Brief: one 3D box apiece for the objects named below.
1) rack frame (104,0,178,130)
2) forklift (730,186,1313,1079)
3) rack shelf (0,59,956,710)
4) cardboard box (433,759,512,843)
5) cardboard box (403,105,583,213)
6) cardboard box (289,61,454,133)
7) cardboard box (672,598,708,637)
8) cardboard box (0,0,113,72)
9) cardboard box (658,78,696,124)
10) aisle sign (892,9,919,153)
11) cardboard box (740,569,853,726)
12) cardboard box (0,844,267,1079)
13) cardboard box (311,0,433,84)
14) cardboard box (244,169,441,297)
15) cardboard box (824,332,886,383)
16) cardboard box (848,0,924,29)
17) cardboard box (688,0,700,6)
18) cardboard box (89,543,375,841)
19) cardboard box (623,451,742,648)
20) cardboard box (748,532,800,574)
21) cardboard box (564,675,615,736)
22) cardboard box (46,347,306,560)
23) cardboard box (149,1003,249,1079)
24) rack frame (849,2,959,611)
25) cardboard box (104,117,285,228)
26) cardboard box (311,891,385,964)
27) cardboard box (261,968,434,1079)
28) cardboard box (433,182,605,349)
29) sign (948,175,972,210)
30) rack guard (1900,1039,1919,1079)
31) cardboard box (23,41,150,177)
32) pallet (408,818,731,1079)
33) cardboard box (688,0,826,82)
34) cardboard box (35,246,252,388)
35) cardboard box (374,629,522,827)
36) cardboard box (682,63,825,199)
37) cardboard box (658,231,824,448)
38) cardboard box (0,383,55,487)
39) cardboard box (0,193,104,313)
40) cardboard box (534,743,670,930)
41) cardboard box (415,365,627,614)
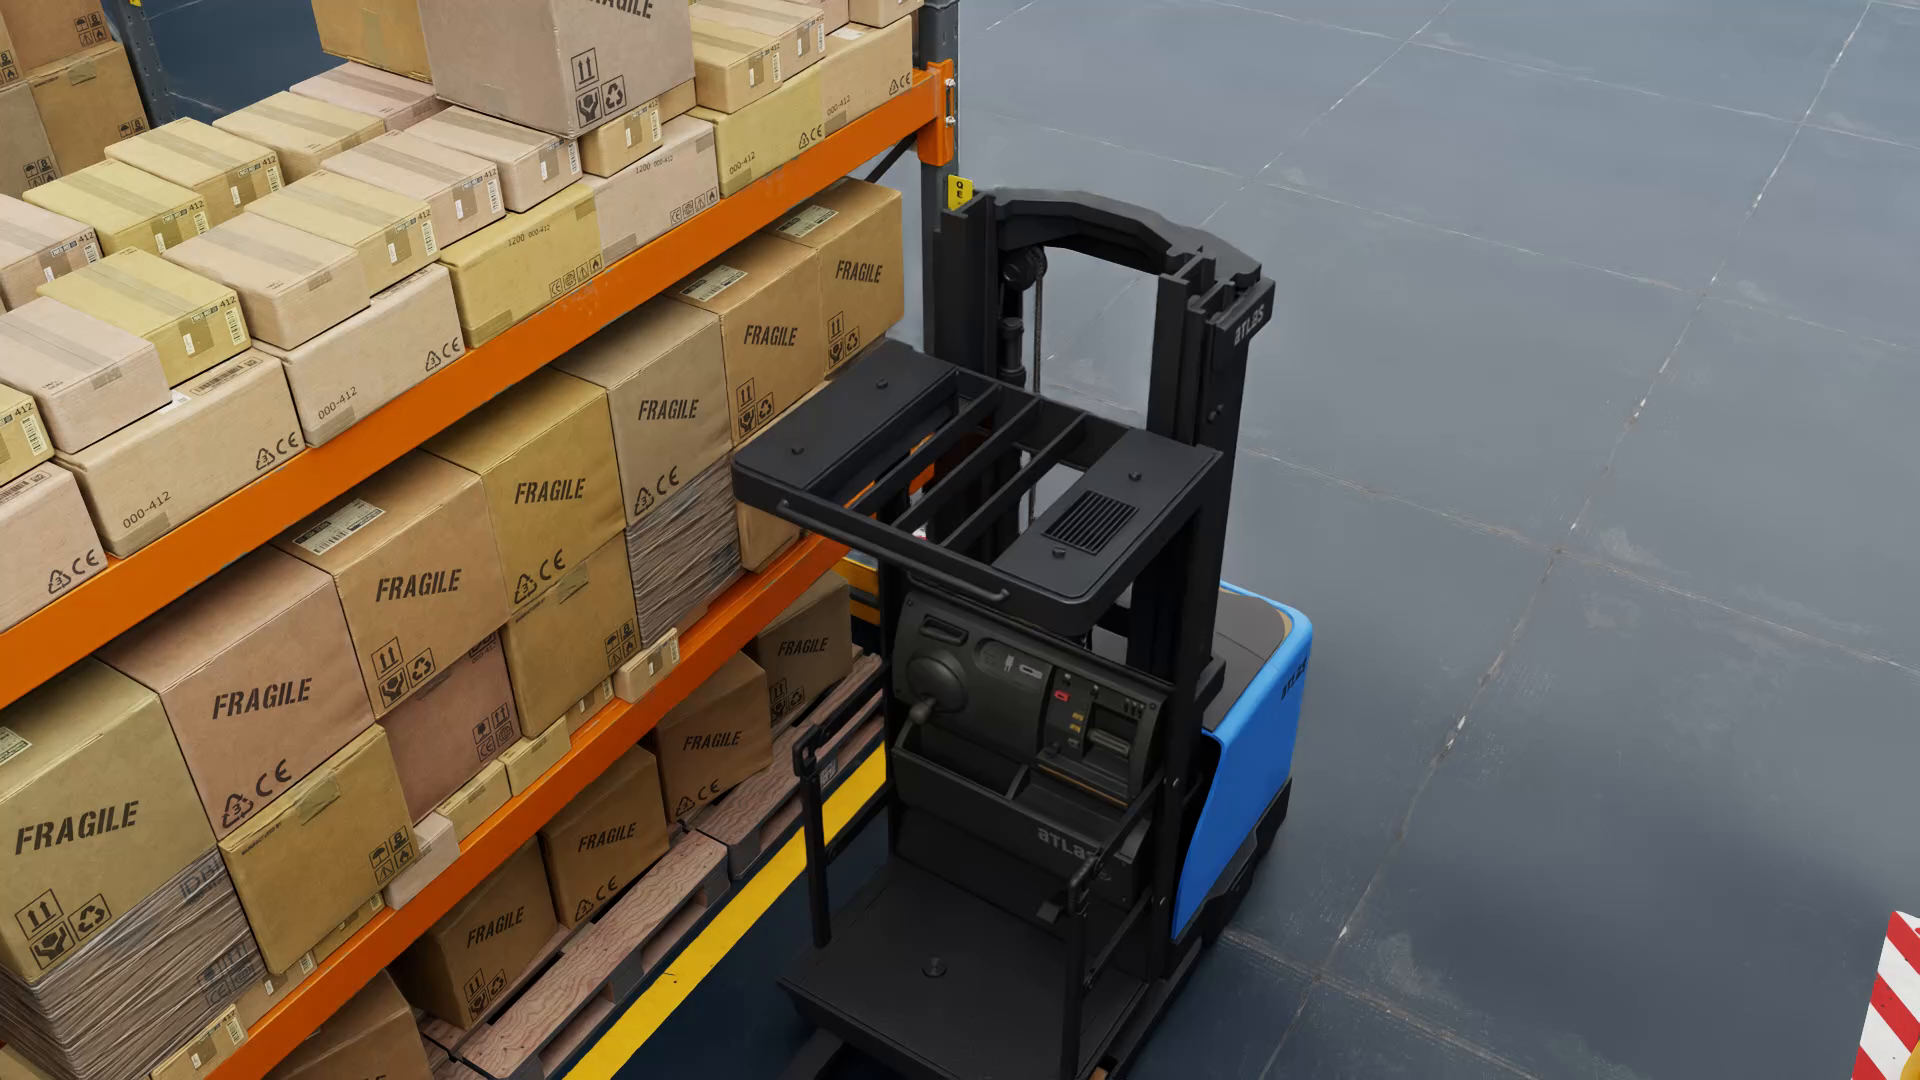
[{"bbox_3d":[-4.591,-2.447,8.906,1.000,3.000,0.127,21,42,25],"label":"rack frame"},{"bbox_3d":[0.080,0.555,5.069,1.130,2.935,3.031,22,43,26],"label":"forklift"},{"bbox_3d":[-1.529,-0.644,4.701,1.077,0.370,4.000,21,42,25],"label":"rack shelf"},{"bbox_3d":[-1.582,0.725,4.998,0.380,0.149,0.250,21,42,25],"label":"cardboard box"},{"bbox_3d":[-1.232,-1.019,4.394,0.380,0.149,0.250,19,42,23],"label":"cardboard box"},{"bbox_3d":[-1.620,-1.189,4.614,0.380,0.149,0.250,21,42,25],"label":"cardboard box"},{"bbox_3d":[-1.091,0.192,5.690,0.380,0.149,0.250,21,42,25],"label":"cardboard box"},{"bbox_3d":[-4.822,-2.755,8.299,0.875,0.550,0.550,21,42,25],"label":"cardboard box"},{"bbox_3d":[-0.987,-1.317,4.780,0.380,0.149,0.250,22,43,26],"label":"cardboard box"},{"bbox_3d":[-0.171,-1.736,5.855,0.394,0.787,0.004,21,42,25],"label":"aisle sign"},{"bbox_3d":[-0.806,0.368,6.959,0.500,0.500,0.500,30,47,33],"label":"cardboard box"},{"bbox_3d":[-2.307,0.921,4.213,0.875,0.500,0.500,21,42,25],"label":"cardboard box"},{"bbox_3d":[-1.480,-1.638,4.666,0.500,0.500,0.500,21,42,25],"label":"cardboard box"},{"bbox_3d":[-1.499,-0.748,4.042,0.380,0.149,0.250,20,42,24],"label":"cardboard box"},{"bbox_3d":[-0.775,-0.655,6.257,0.875,0.500,0.500,21,42,25],"label":"cardboard box"},{"bbox_3d":[-0.342,-1.813,5.424,0.380,0.149,0.250,21,42,25],"label":"cardboard box"},{"bbox_3d":[-1.052,-1.720,5.303,0.380,0.149,0.250,20,42,24],"label":"cardboard box"},{"bbox_3d":[-1.878,0.329,4.161,0.500,0.500,0.500,21,42,25],"label":"cardboard box"},{"bbox_3d":[-1.246,-0.114,5.555,0.875,0.500,0.500,21,42,25],"label":"cardboard box"},{"bbox_3d":[-0.807,-0.060,6.016,0.380,0.149,0.250,21,42,25],"label":"cardboard box"},{"bbox_3d":[-1.343,0.456,5.347,0.380,0.149,0.250,21,42,25],"label":"cardboard box"},{"bbox_3d":[-1.864,-0.261,3.737,0.500,0.250,0.500,21,42,25],"label":"cardboard box"},{"bbox_3d":[-2.086,1.252,4.314,0.380,0.149,0.250,21,42,25],"label":"cardboard box"},{"bbox_3d":[-0.457,-0.772,6.734,1.000,3.000,0.127,21,42,25],"label":"rack frame"},{"bbox_3d":[-1.968,-0.940,4.291,0.380,0.149,0.250,23,43,27],"label":"cardboard box"},{"bbox_3d":[-1.849,0.982,4.664,0.380,0.149,0.250,21,42,25],"label":"cardboard box"},{"bbox_3d":[-2.052,1.623,5.331,0.500,0.500,0.500,-26,45,-30],"label":"cardboard box"},{"bbox_3d":[-1.313,-0.788,4.421,0.500,0.250,0.500,20,42,24],"label":"cardboard box"},{"bbox_3d":[0.001,-1.164,6.035,0.100,0.325,0.005,21,42,25],"label":"sign"},{"bbox_3d":[3.724,1.893,5.325,1.175,0.500,0.348,21,42,25],"label":"rack guard"},{"bbox_3d":[-4.752,-2.300,8.593,0.875,0.550,0.550,21,42,25],"label":"cardboard box"},{"bbox_3d":[-1.617,1.405,6.194,1.003,0.211,1.213,21,42,25],"label":"pallet"},{"bbox_3d":[-0.635,-1.541,5.071,0.380,0.149,0.250,19,42,23],"label":"cardboard box"},{"bbox_3d":[-1.822,-0.497,3.716,0.380,0.149,0.250,22,43,26],"label":"cardboard box"},{"bbox_3d":[-1.826,0.384,4.909,0.875,0.500,0.500,21,42,25],"label":"cardboard box"},{"bbox_3d":[-0.766,-1.311,5.099,0.500,0.250,0.500,21,43,25],"label":"cardboard box"},{"bbox_3d":[-0.806,-0.701,5.498,0.500,0.500,0.500,21,42,25],"label":"cardboard box"},{"bbox_3d":[-2.081,-0.223,3.361,0.380,0.149,0.250,19,42,23],"label":"cardboard box"},{"bbox_3d":[-2.262,-0.675,3.947,0.380,0.149,0.250,20,42,24],"label":"cardboard box"},{"bbox_3d":[-1.448,1.004,6.134,0.500,0.500,0.500,25,44,29],"label":"cardboard box"},{"bbox_3d":[-1.351,-0.189,4.834,0.500,0.500,0.500,21,42,25],"label":"cardboard box"}]
